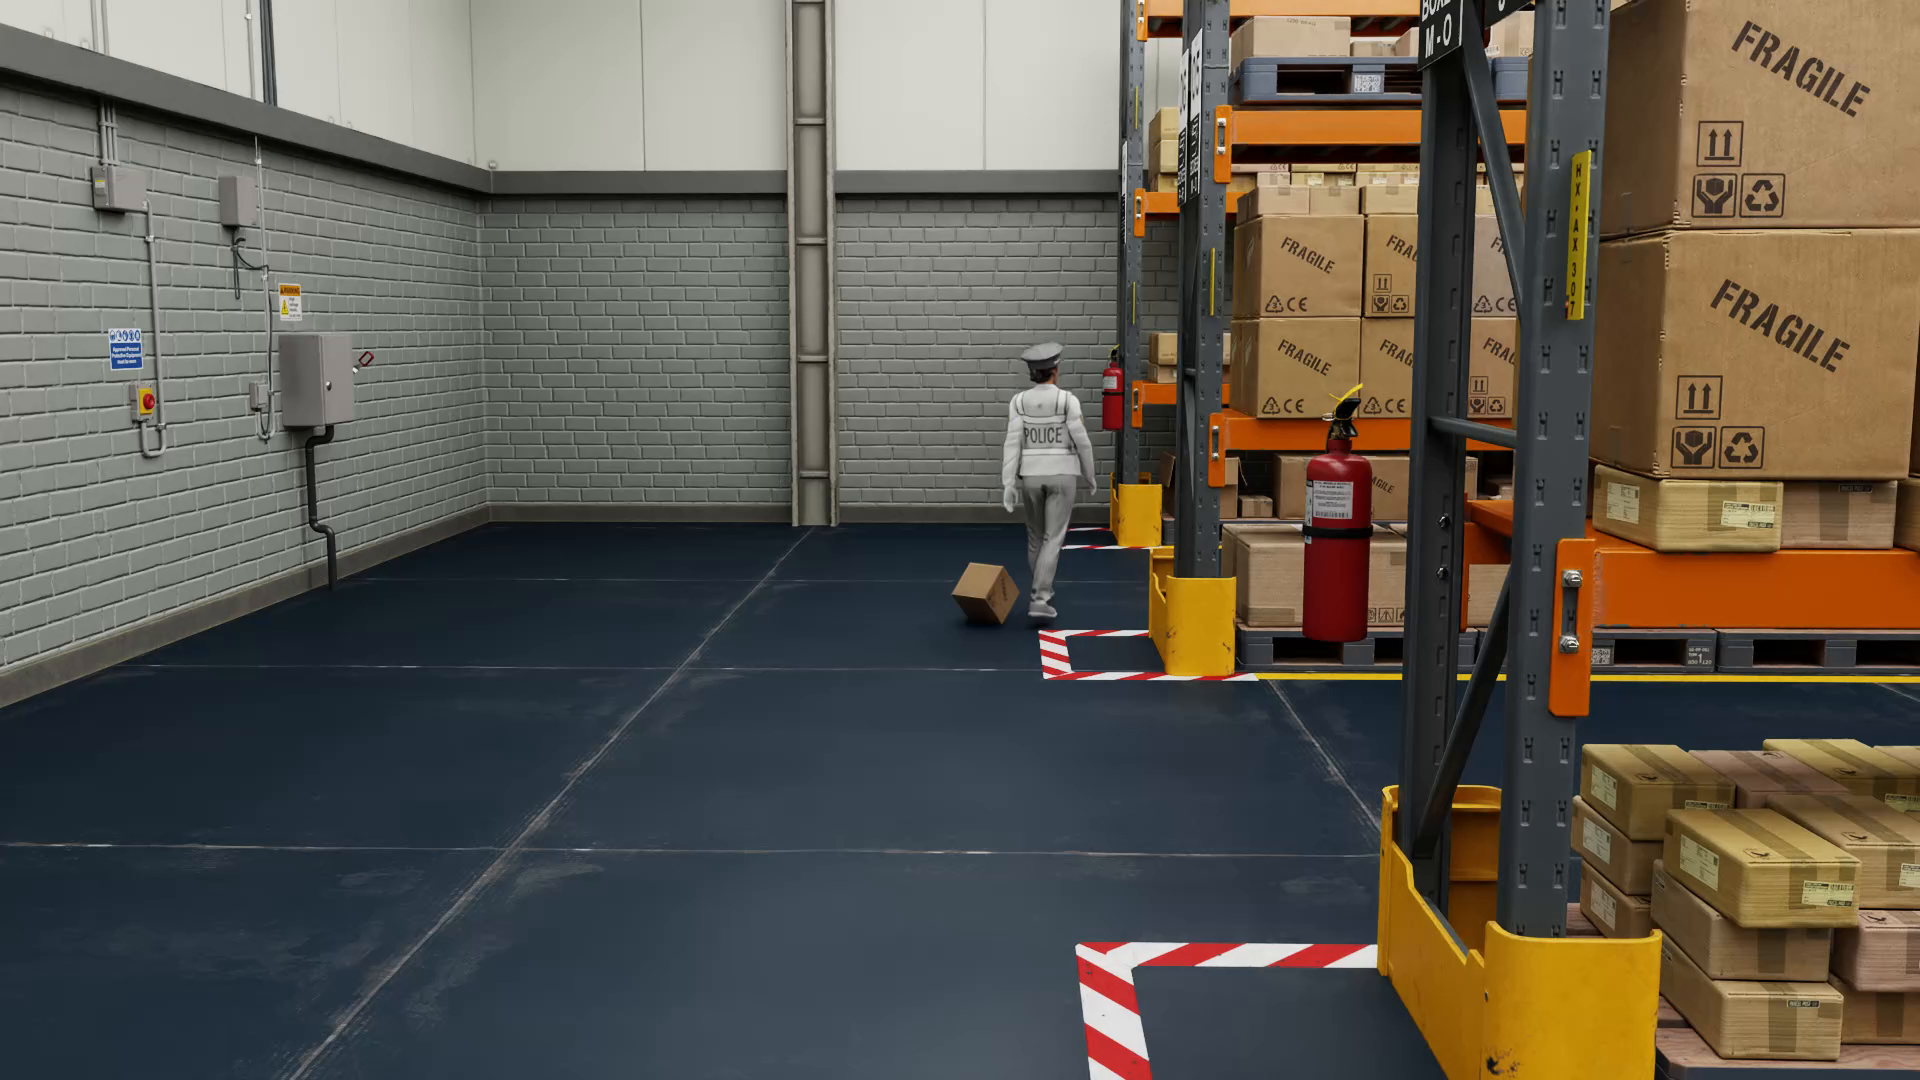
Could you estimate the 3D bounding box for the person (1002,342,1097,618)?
[{"bbox_3d":[0.562,-0.380,10.065,0.523,1.627,0.974,3,8,24],"label":"person"}]
